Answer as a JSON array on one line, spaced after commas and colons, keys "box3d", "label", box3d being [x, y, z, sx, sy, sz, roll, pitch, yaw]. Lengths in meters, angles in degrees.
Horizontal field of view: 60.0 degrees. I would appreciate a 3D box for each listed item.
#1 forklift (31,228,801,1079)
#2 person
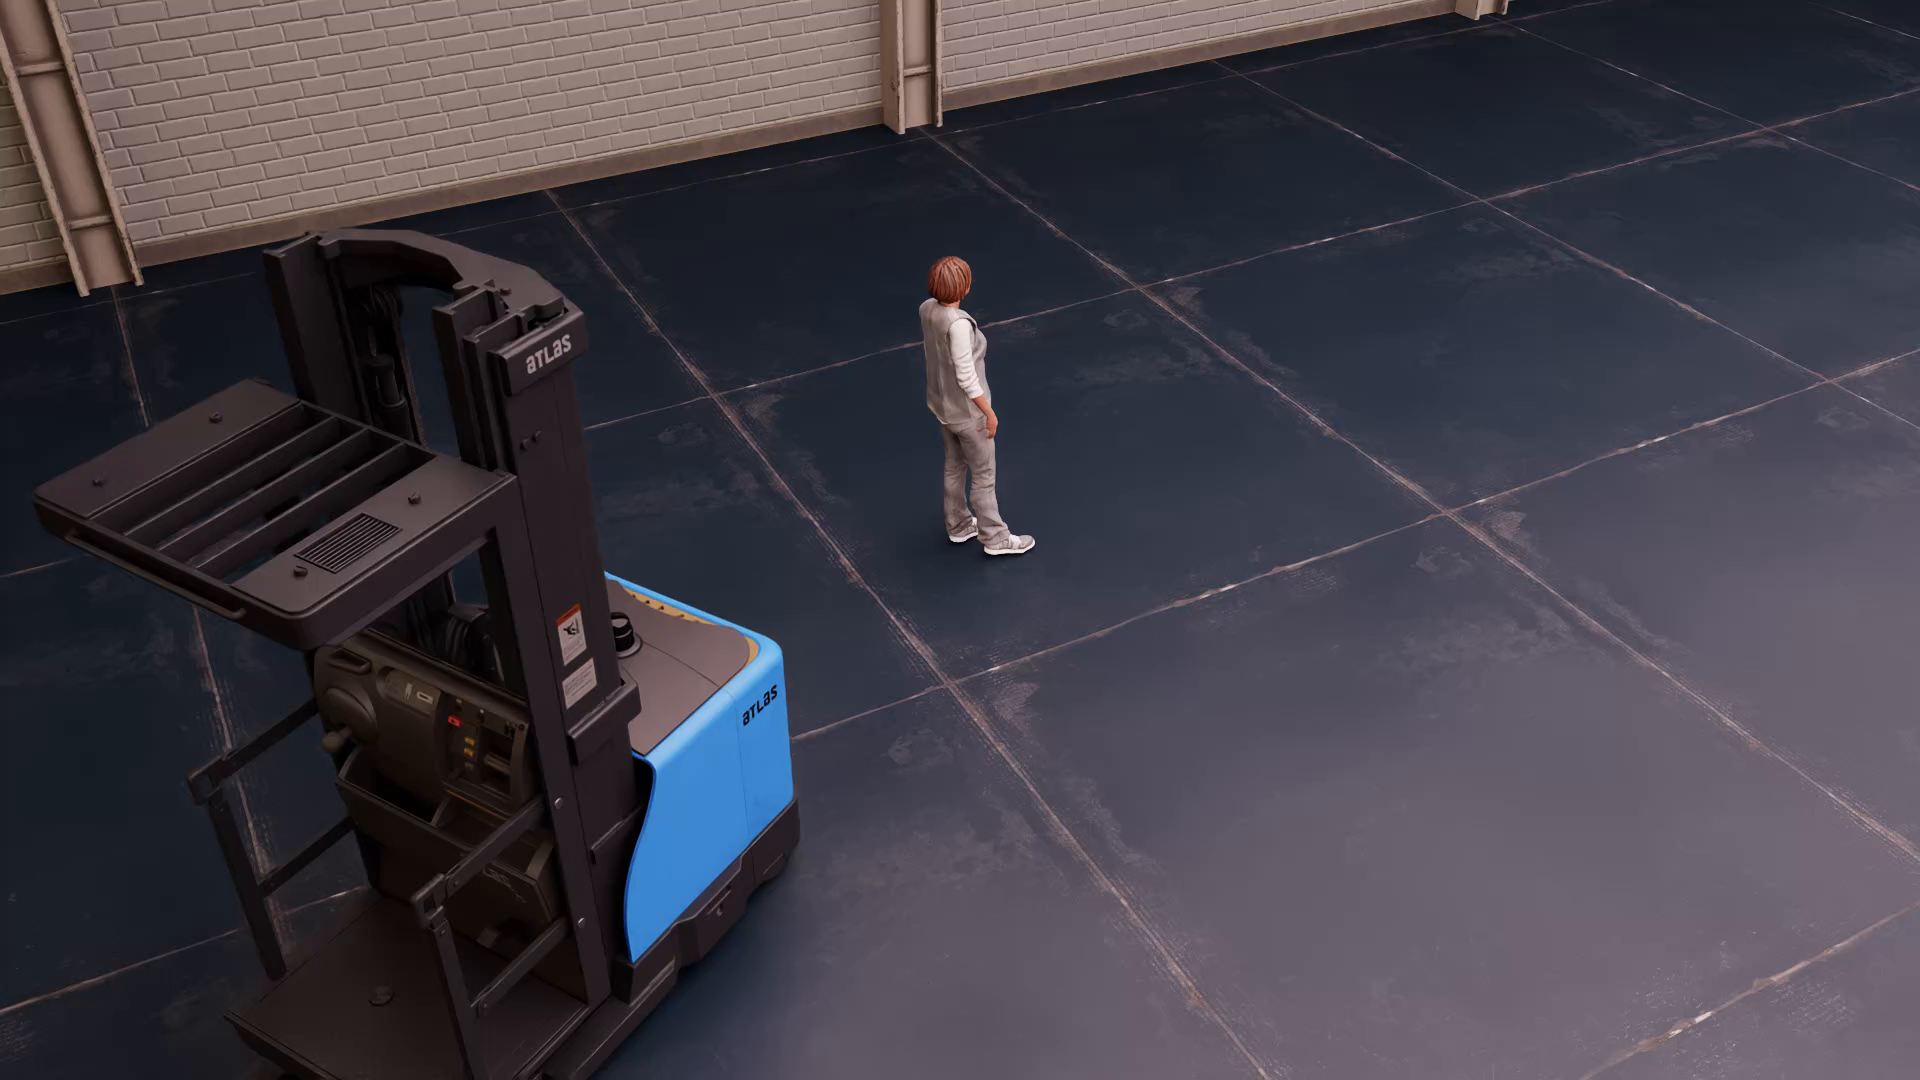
[{"box3d": [-1.848, 0.649, 5.205, 1.130, 2.935, 3.031, 19, 40, 25], "label": "forklift"}, {"box3d": [0.072, -0.671, 8.216, 0.473, 1.599, 0.521, -17, 39, -23], "label": "person"}]
